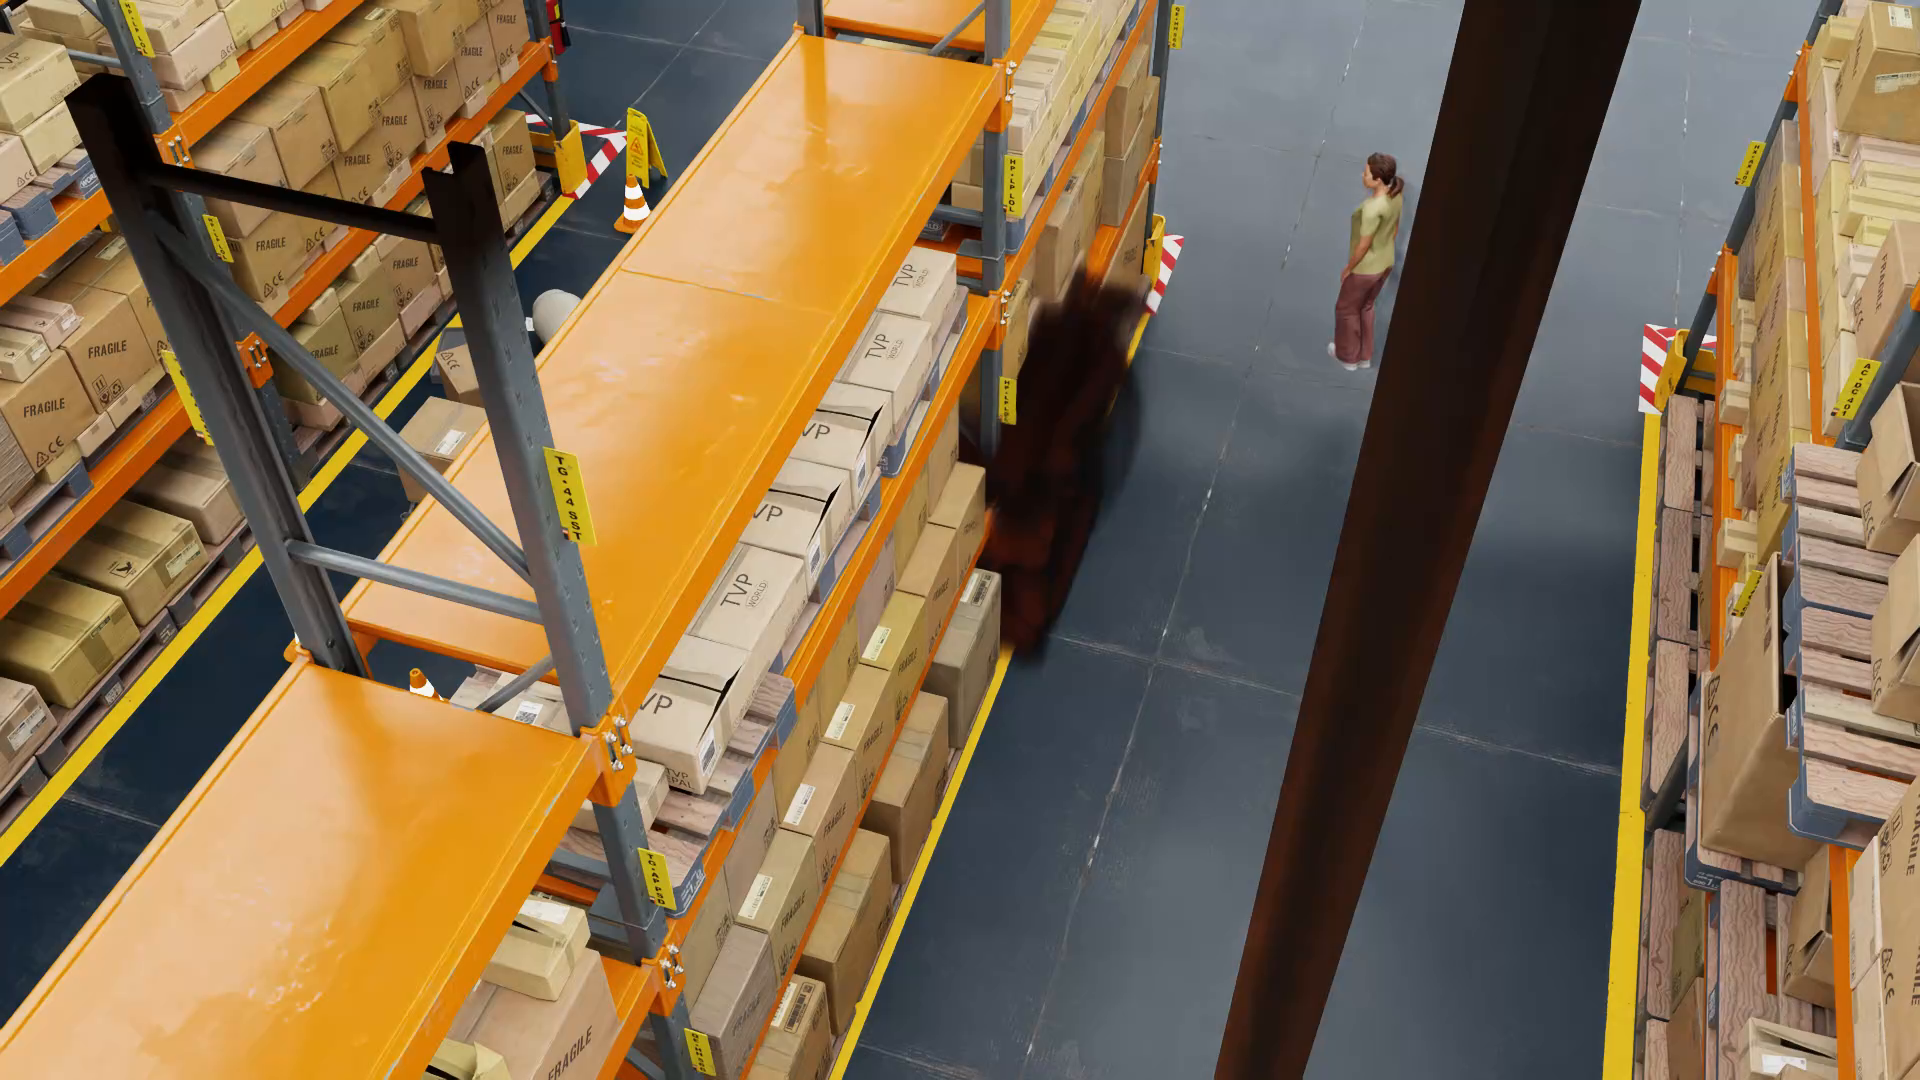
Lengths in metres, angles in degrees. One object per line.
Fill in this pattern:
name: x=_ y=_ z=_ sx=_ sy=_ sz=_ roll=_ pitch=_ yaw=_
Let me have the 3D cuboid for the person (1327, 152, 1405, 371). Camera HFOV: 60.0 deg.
person: x=2.804 y=-1.890 z=11.423 sx=0.353 sy=1.670 sz=0.477 roll=35 pitch=55 yaw=29
